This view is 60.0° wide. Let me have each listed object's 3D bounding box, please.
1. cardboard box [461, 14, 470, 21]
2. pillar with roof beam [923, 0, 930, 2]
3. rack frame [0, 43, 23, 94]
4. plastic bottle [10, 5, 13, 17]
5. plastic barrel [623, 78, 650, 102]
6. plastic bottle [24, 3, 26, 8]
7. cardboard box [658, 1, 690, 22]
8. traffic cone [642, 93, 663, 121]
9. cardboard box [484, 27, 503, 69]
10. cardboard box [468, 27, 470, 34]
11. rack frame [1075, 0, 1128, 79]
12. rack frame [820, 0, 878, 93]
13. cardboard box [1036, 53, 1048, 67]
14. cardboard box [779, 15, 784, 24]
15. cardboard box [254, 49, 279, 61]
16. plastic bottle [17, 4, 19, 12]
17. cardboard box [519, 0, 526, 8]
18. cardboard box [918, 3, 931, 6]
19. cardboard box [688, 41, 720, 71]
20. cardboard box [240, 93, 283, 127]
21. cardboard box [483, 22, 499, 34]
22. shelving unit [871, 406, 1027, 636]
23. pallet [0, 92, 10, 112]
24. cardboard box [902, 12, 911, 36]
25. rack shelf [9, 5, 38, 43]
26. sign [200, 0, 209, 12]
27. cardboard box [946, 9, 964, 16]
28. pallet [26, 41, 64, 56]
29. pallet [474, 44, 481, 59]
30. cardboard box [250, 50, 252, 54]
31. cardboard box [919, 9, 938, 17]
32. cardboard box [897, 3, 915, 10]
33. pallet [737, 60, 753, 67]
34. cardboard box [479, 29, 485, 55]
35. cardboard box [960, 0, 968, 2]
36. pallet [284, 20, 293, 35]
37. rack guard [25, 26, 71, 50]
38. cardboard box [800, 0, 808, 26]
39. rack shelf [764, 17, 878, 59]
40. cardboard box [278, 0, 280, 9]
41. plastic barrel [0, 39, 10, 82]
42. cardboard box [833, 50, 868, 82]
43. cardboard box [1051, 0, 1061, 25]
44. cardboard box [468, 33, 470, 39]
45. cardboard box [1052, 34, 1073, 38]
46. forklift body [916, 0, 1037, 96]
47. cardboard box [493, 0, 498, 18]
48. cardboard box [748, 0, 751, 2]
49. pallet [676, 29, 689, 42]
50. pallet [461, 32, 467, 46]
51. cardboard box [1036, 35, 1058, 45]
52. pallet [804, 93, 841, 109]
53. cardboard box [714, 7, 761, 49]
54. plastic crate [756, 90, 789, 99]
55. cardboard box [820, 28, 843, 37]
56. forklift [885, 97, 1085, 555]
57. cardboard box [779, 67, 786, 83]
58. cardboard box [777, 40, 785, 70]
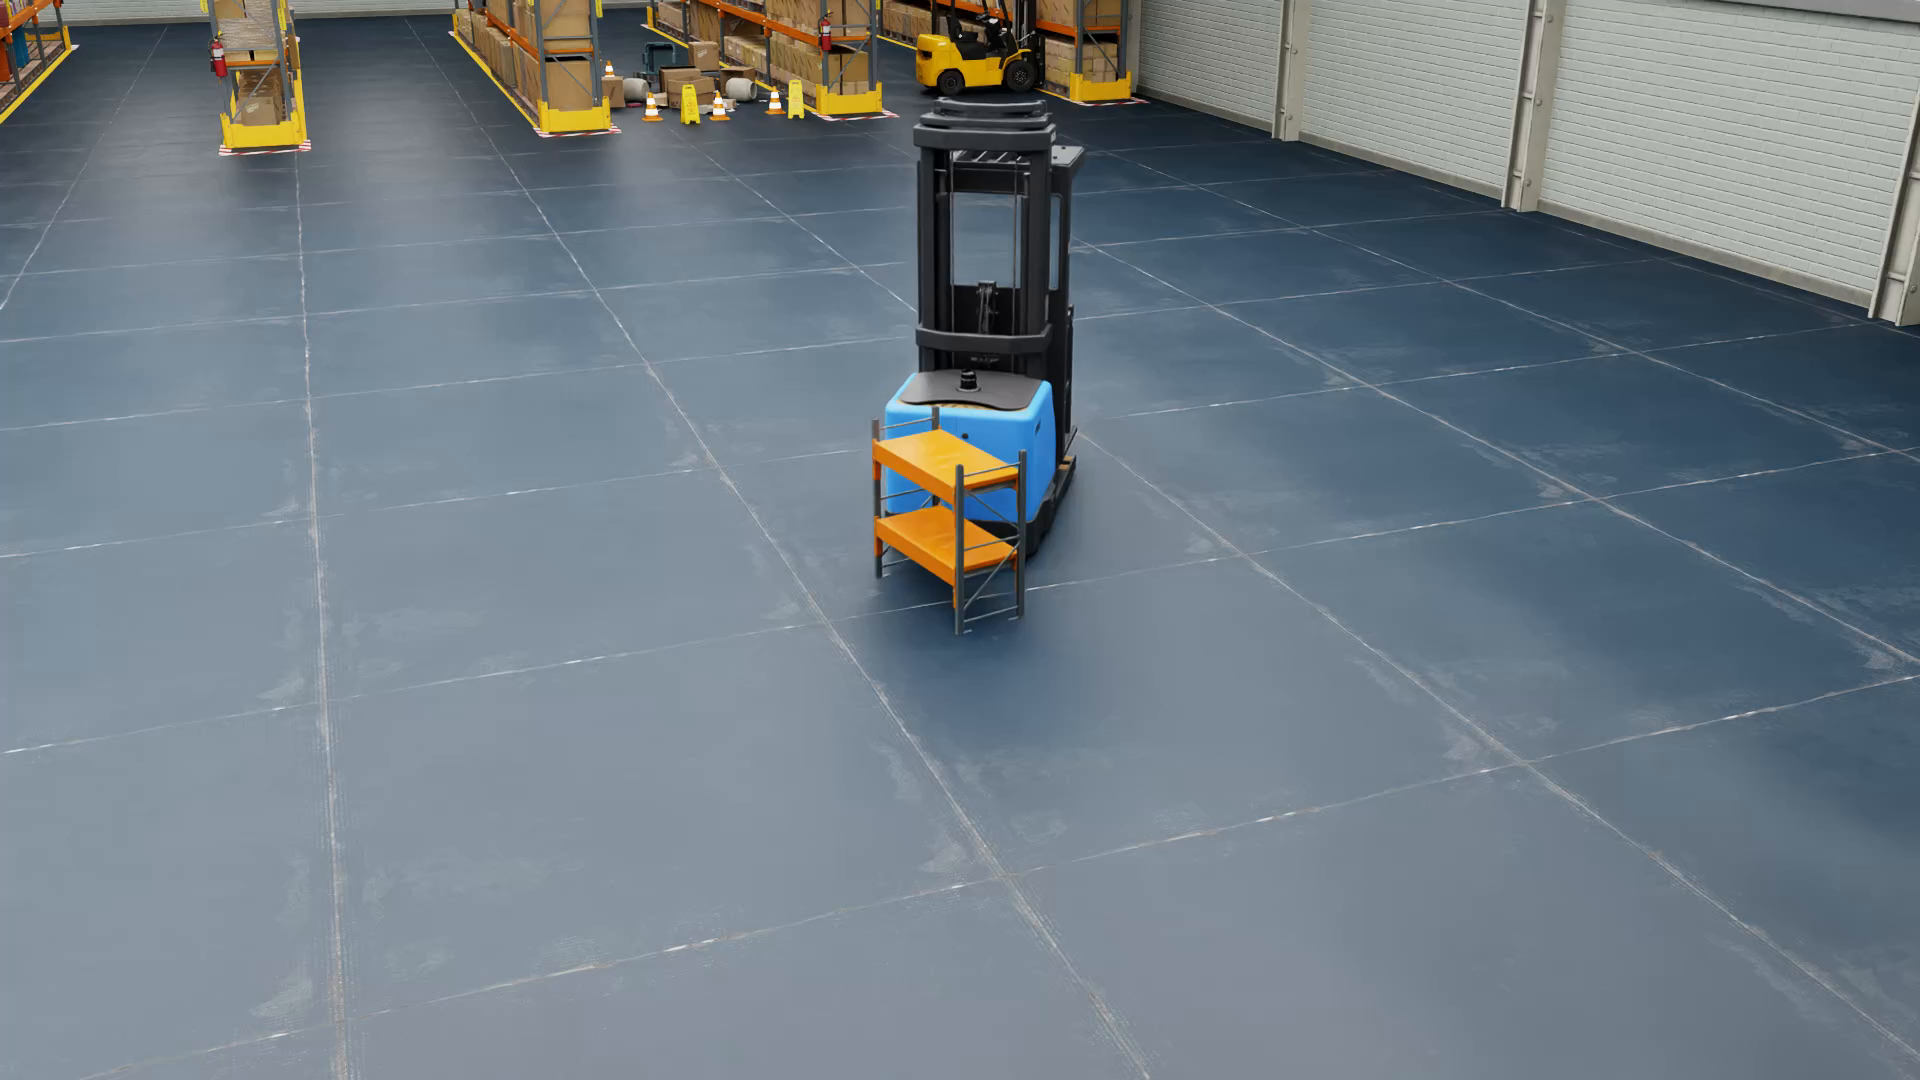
[{"bbox_3d":[-11.873,-12.668,40.308,0.380,0.149,0.250,-8,24,-18],"label":"cardboard box"},{"bbox_3d":[-5.003,-16.722,39.838,9.100,9.000,0.400,-8,24,-19],"label":"pillar with roof beam"},{"bbox_3d":[-18.707,-9.997,31.606,1.000,3.000,0.127,-8,24,-19],"label":"rack frame"},{"bbox_3d":[-18.923,-10.570,33.118,0.061,0.283,0.133,-8,24,-19],"label":"plastic bottle"},{"bbox_3d":[-6.149,-8.478,31.319,0.512,0.421,0.421,8,24,18],"label":"plastic barrel"},{"bbox_3d":[-19.612,-11.221,34.767,0.097,0.201,0.097,0,23,0],"label":"plastic bottle"},{"bbox_3d":[-7.302,-13.729,43.220,0.875,0.438,0.875,-9,25,-21],"label":"cardboard box"},{"bbox_3d":[-5.430,-7.632,29.262,0.336,0.463,0.334,-8,24,-19],"label":"traffic cone"},{"bbox_3d":[-9.267,-10.243,34.547,1.050,0.750,0.750,-9,24,-20],"label":"cardboard box"},{"bbox_3d":[-11.326,-11.958,39.005,0.380,0.149,0.250,-10,25,-22],"label":"cardboard box"},{"bbox_3d":[2.666,-9.811,31.166,1.000,3.000,0.127,-8,24,-19],"label":"rack frame"},{"bbox_3d":[-1.976,-9.129,29.547,1.000,3.000,0.127,-8,24,-19],"label":"rack frame"},{"bbox_3d":[1.833,-9.471,32.714,0.500,0.250,0.500,-9,24,-20],"label":"cardboard box"},{"bbox_3d":[-3.263,-10.037,32.024,0.380,0.149,0.250,-8,24,-17],"label":"cardboard box"},{"bbox_3d":[-11.125,-7.790,26.693,0.380,0.149,0.250,-8,24,-19],"label":"cardboard box"},{"bbox_3d":[-19.257,-10.856,33.901,0.097,0.201,0.097,0,23,0],"label":"plastic bottle"},{"bbox_3d":[-7.326,-9.704,29.328,0.875,0.550,0.500,-8,24,-19],"label":"cardboard box"},{"bbox_3d":[-0.819,-13.039,40.667,0.380,0.149,0.250,-8,24,-18],"label":"cardboard box"},{"bbox_3d":[-5.044,-9.524,32.729,0.500,0.500,0.500,-8,24,-19],"label":"cardboard box"},{"bbox_3d":[-11.452,-7.040,27.269,0.500,0.500,0.500,-4,23,-9],"label":"cardboard box"},{"bbox_3d":[-9.884,-10.920,35.508,0.500,0.250,0.500,-9,24,-20],"label":"cardboard box"},{"bbox_3d":[-0.082,-0.144,10.644,0.538,1.125,1.048,-14,27,-30],"label":"shelving unit"},{"bbox_3d":[-18.042,-7.982,30.417,1.003,0.211,1.213,-8,24,-19],"label":"pallet"},{"bbox_3d":[-1.066,-12.443,40.088,0.500,0.500,0.500,-9,25,-21],"label":"cardboard box"},{"bbox_3d":[-19.413,-10.392,33.470,1.077,0.370,4.000,-8,24,-19],"label":"rack shelf"},{"bbox_3d":[-11.774,-8.380,25.872,0.100,0.325,0.005,-8,24,-19],"label":"sign"},{"bbox_3d":[-0.121,-12.391,39.130,0.380,0.149,0.250,-8,24,-17],"label":"cardboard box"},{"bbox_3d":[-21.278,-11.313,38.320,1.003,0.211,1.213,-8,24,-19],"label":"pallet"},{"bbox_3d":[-10.534,-11.206,38.065,1.003,0.211,1.213,-8,24,-19],"label":"pallet"},{"bbox_3d":[-11.889,-8.093,27.413,0.380,0.149,0.250,-8,24,-19],"label":"cardboard box"},{"bbox_3d":[-0.749,-12.400,39.151,0.380,0.149,0.250,-9,25,-21],"label":"cardboard box"},{"bbox_3d":[-1.314,-13.066,40.730,0.380,0.149,0.250,-9,24,-20],"label":"cardboard box"},{"bbox_3d":[-4.100,-10.024,35.261,1.003,0.211,1.213,-8,24,-19],"label":"pallet"},{"bbox_3d":[-10.256,-10.944,36.531,0.500,0.500,0.500,-9,25,-21],"label":"cardboard box"},{"bbox_3d":[0.311,-11.896,36.305,0.500,0.250,0.500,-8,24,-17],"label":"cardboard box"},{"bbox_3d":[-12.794,-9.432,30.513,1.003,0.211,1.213,-8,24,-19],"label":"pallet"},{"bbox_3d":[-21.554,-11.758,39.004,1.175,0.500,0.348,-8,24,-19],"label":"rack guard"},{"bbox_3d":[-2.598,-9.654,30.282,0.500,0.500,0.500,-8,24,-19],"label":"cardboard box"},{"bbox_3d":[-2.683,-9.524,31.411,1.077,0.370,4.000,-8,24,-19],"label":"rack shelf"},{"bbox_3d":[-11.357,-8.833,27.046,0.500,0.500,0.500,-8,24,-19],"label":"cardboard box"},{"bbox_3d":[-18.896,-9.365,32.362,0.600,0.830,0.708,-8,24,-19],"label":"plastic barrel"},{"bbox_3d":[-2.011,-8.741,30.660,0.500,0.500,0.500,-9,25,-21],"label":"cardboard box"},{"bbox_3d":[2.072,-10.190,31.936,0.500,0.500,0.500,-8,24,-17],"label":"cardboard box"},{"bbox_3d":[-11.435,-11.942,39.351,0.380,0.149,0.250,-9,25,-21],"label":"cardboard box"},{"bbox_3d":[2.152,-9.951,33.209,0.500,0.250,0.500,-9,24,-20],"label":"cardboard box"},{"bbox_3d":[0.290,-9.859,32.372,2.313,2.155,1.214,-8,24,-19],"label":"forklift body"},{"bbox_3d":[-8.957,-10.617,32.949,0.500,0.500,0.500,-9,24,-20],"label":"cardboard box"},{"bbox_3d":[-4.124,-11.088,33.979,0.380,0.149,0.250,-8,24,-19],"label":"cardboard box"},{"bbox_3d":[-6.411,-12.491,41.115,1.003,0.211,1.213,-8,24,-19],"label":"pallet"},{"bbox_3d":[-11.516,-12.172,40.356,1.003,0.211,1.213,-8,24,-19],"label":"pallet"},{"bbox_3d":[1.666,-9.875,33.030,0.500,0.250,0.500,-9,24,-20],"label":"cardboard box"},{"bbox_3d":[-2.257,-8.172,30.866,1.003,0.211,1.213,-8,24,-19],"label":"pallet"},{"bbox_3d":[-4.969,-11.513,37.398,0.875,0.875,0.875,-9,24,-19],"label":"cardboard box"},{"bbox_3d":[-3.602,-8.554,31.942,0.402,0.080,0.583,-18,29,-37],"label":"plastic crate"},{"bbox_3d":[-2.308,-9.120,29.849,0.380,0.149,0.250,-8,24,-17],"label":"cardboard box"},{"bbox_3d":[0.289,-1.785,12.212,1.130,2.935,3.031,5,23,11],"label":"forklift"},{"bbox_3d":[-3.234,-9.065,32.395,0.500,0.250,0.500,-7,24,-16],"label":"cardboard box"},{"bbox_3d":[-3.233,-9.410,32.248,0.500,0.500,0.500,-7,24,-17],"label":"cardboard box"}]
